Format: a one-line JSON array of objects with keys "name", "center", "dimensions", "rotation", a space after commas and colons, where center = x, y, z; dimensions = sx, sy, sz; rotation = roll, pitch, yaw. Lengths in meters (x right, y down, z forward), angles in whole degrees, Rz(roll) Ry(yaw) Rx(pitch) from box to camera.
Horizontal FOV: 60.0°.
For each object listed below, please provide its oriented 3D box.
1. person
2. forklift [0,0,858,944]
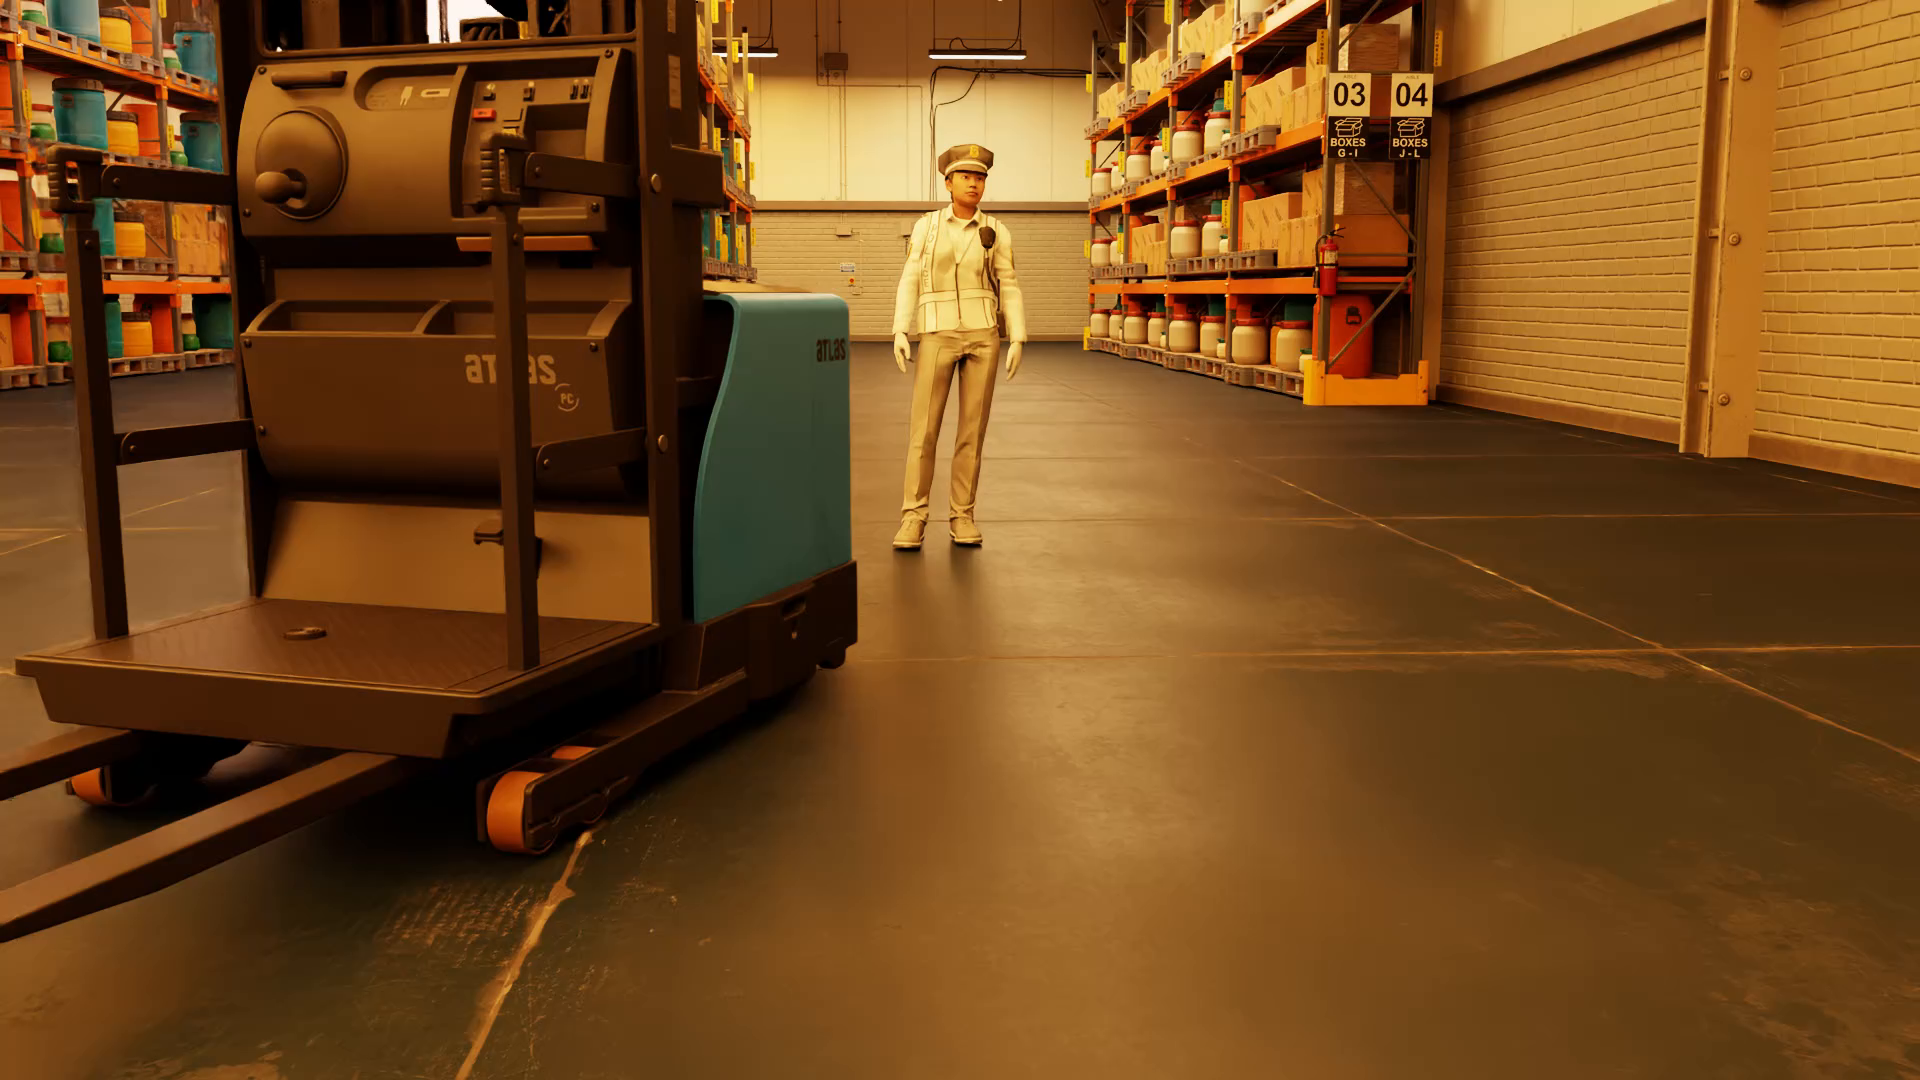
[{"name": "person", "center": [-0.002, -0.835, 7.117], "dimensions": [0.588, 1.695, 0.531], "rotation": [-1, 8, -4]}, {"name": "forklift", "center": [-1.229, -0.905, 3.428], "dimensions": [1.130, 2.935, 3.031], "rotation": [3, 9, 17]}]
